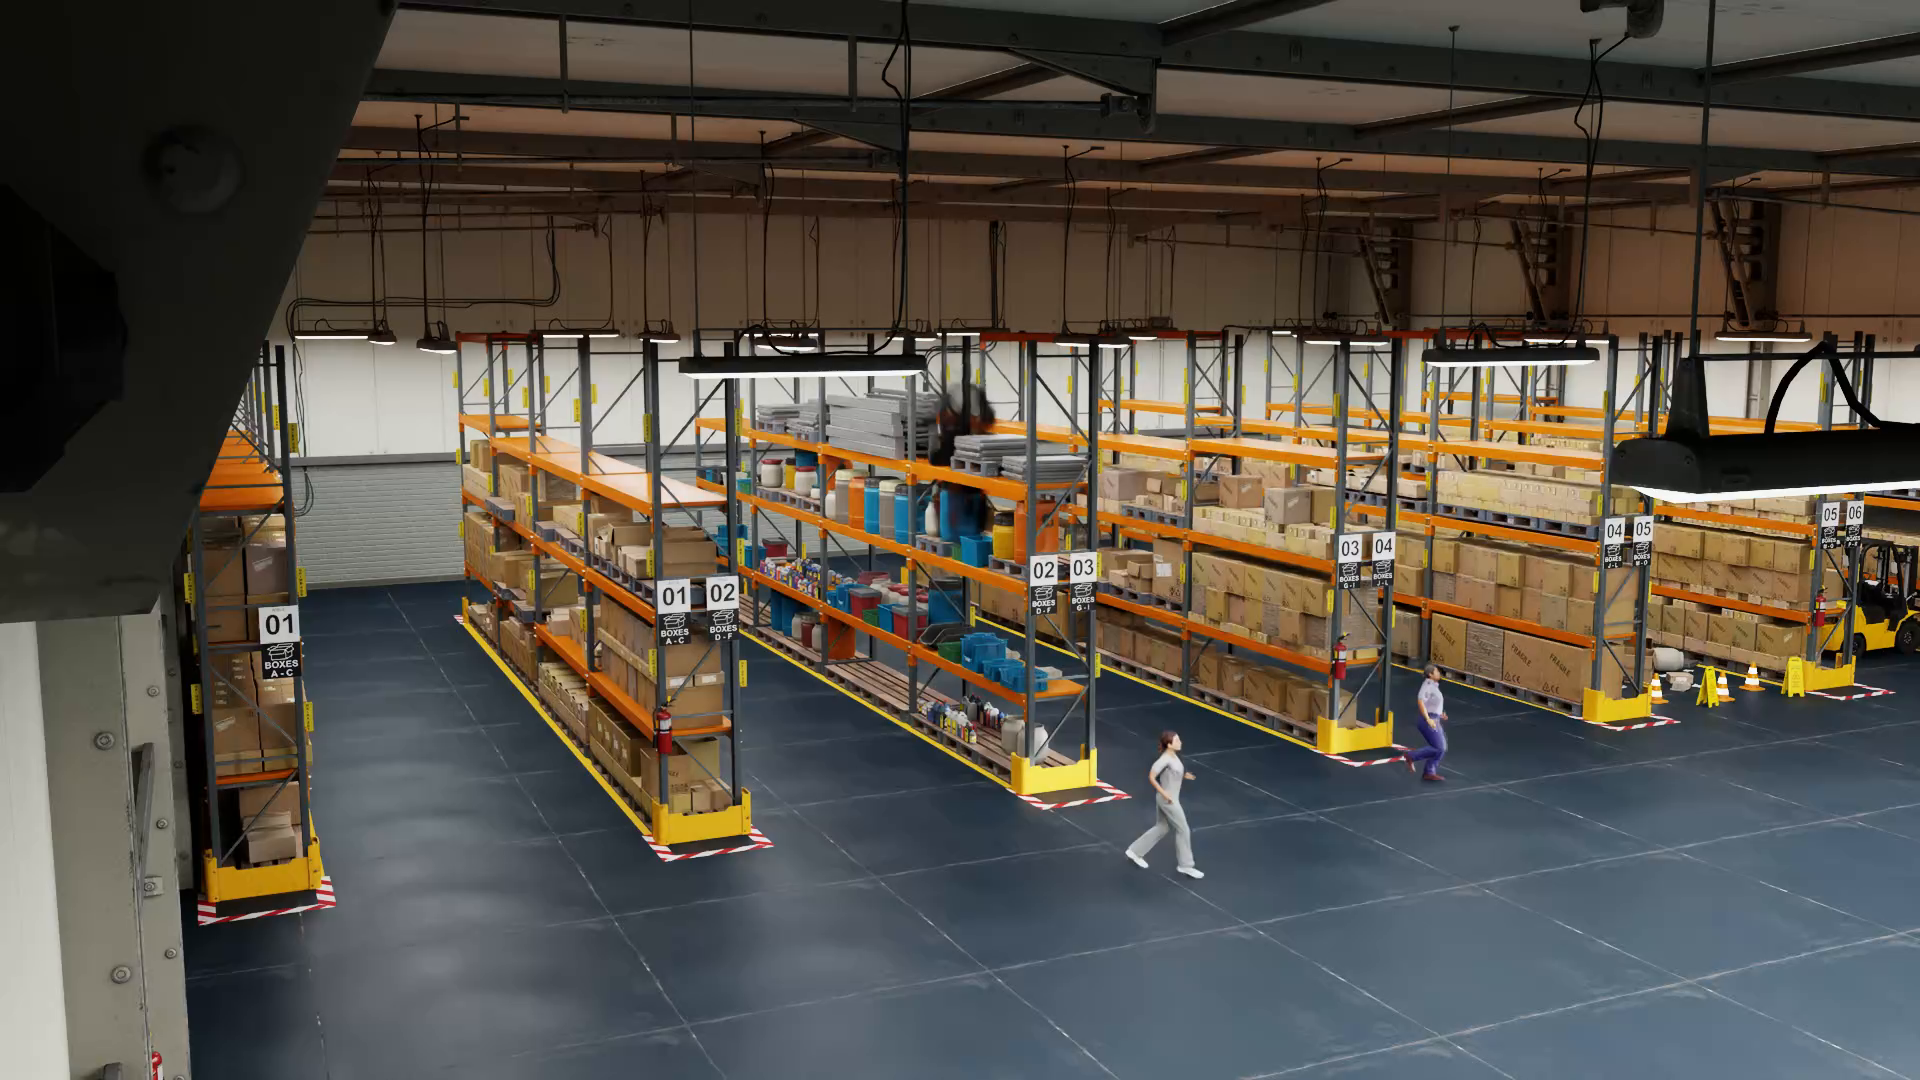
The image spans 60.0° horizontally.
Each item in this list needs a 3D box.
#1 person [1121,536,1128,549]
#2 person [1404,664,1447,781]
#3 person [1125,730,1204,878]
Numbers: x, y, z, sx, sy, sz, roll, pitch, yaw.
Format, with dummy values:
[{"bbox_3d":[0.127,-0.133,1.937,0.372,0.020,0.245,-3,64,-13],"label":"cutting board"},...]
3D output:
[{"bbox_3d":[4.180,-0.176,41.912,0.517,1.728,0.761,5,9,30],"label":"person"},{"bbox_3d":[6.385,2.494,22.779,0.568,1.583,0.640,2,8,13],"label":"person"},{"bbox_3d":[2.327,2.973,18.851,0.897,1.688,0.554,1,8,6],"label":"person"}]
